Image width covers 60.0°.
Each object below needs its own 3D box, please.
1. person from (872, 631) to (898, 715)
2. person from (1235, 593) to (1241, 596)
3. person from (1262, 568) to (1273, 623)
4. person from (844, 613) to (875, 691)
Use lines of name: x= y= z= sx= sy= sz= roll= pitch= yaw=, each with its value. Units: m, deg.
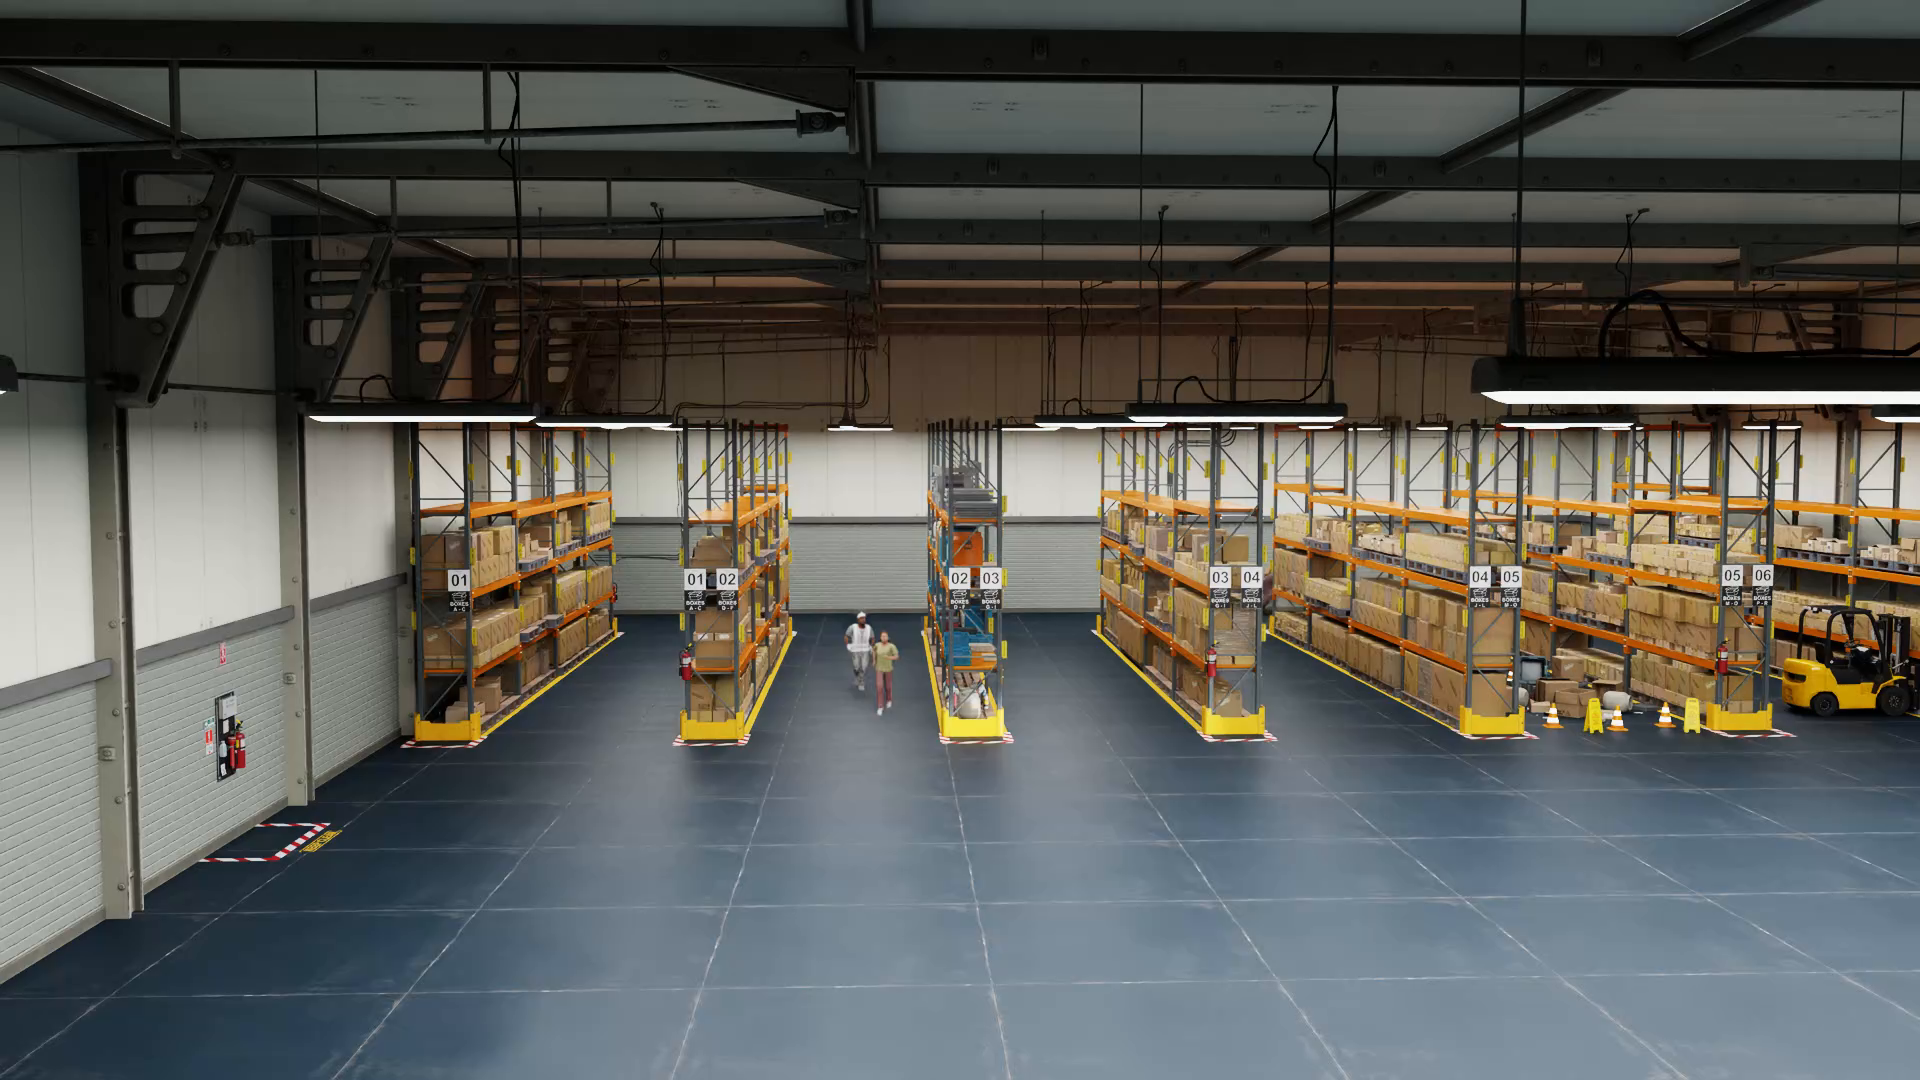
person: x=-1.531 y=2.679 z=34.027 sx=0.574 sy=1.673 sz=0.968 roll=0 pitch=4 yaw=6
person: x=7.705 y=1.889 z=46.422 sx=0.598 sy=1.675 sz=0.962 roll=0 pitch=4 yaw=1
person: x=8.990 y=1.684 z=49.272 sx=1.111 sy=1.721 sz=0.727 roll=-2 pitch=4 yaw=-24
person: x=-2.215 y=2.485 z=37.038 sx=0.684 sy=1.742 sz=0.544 roll=-1 pitch=4 yaw=-15
